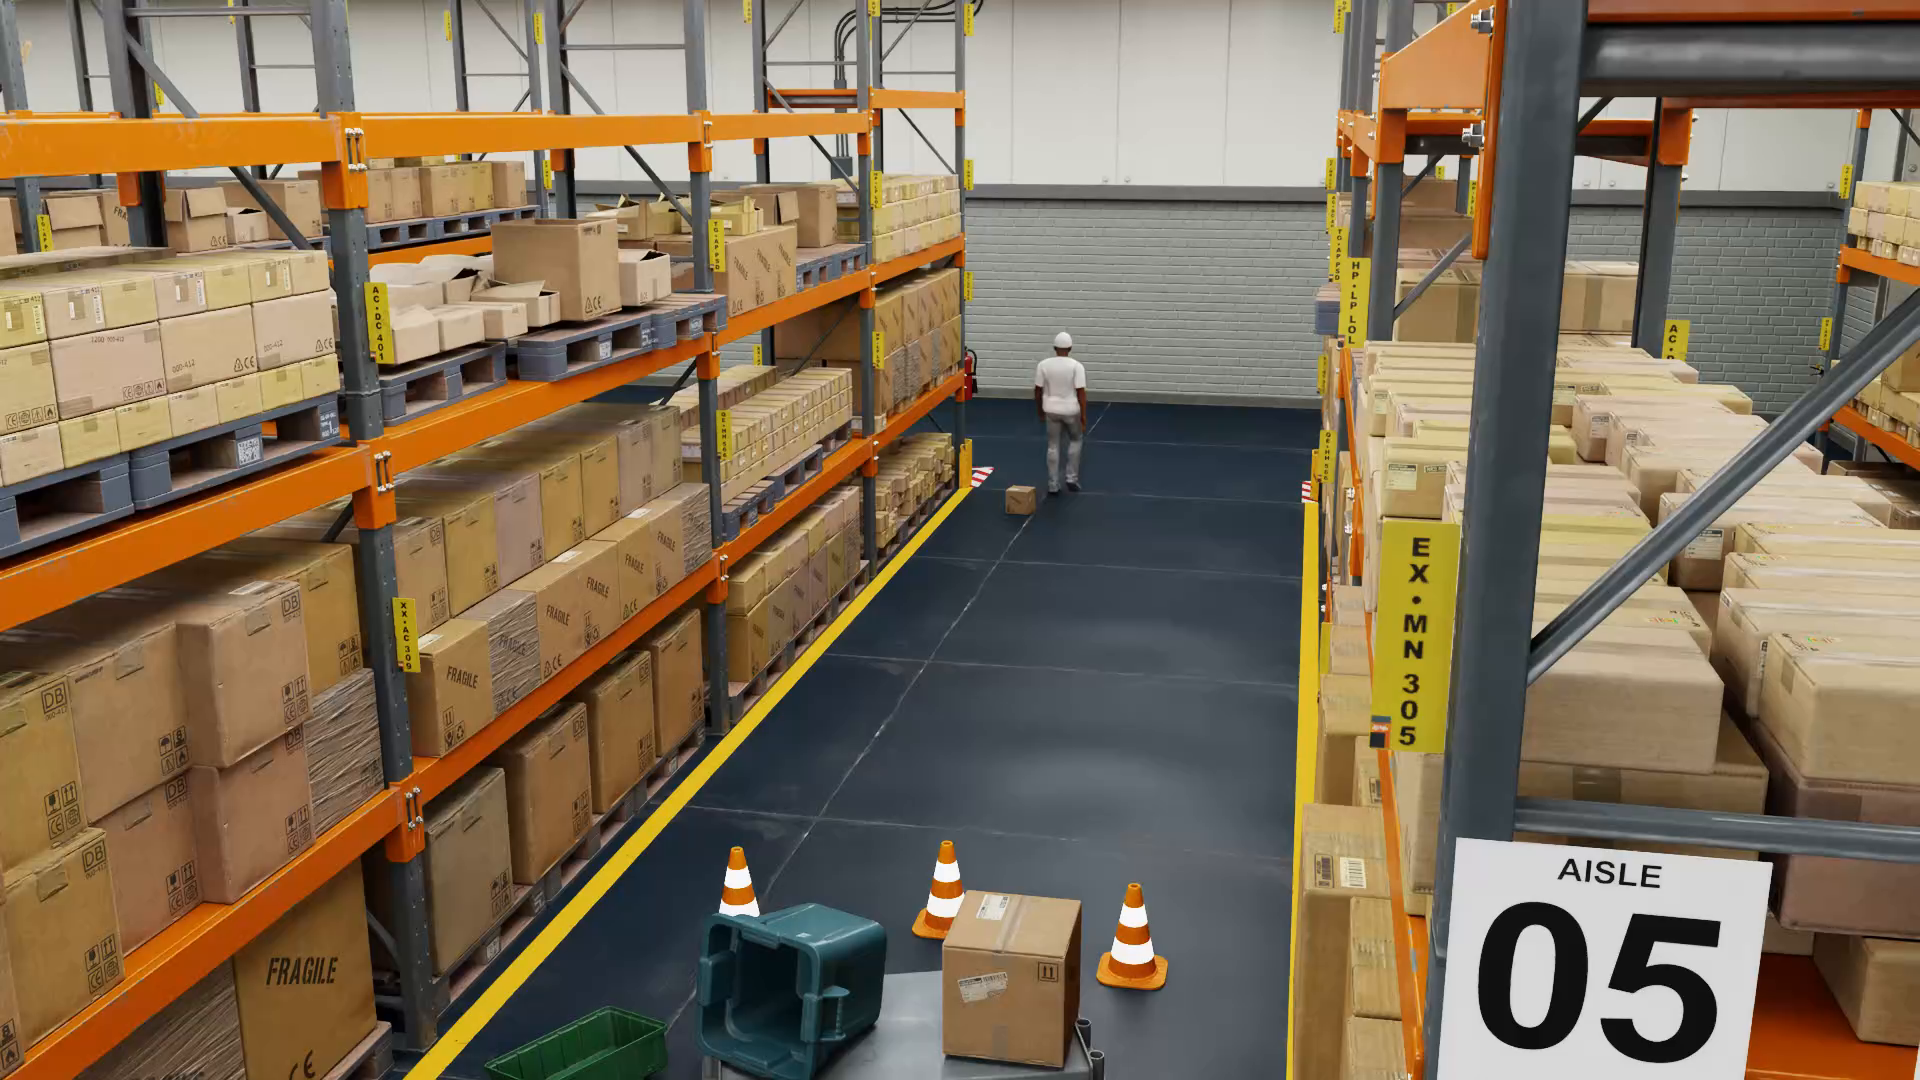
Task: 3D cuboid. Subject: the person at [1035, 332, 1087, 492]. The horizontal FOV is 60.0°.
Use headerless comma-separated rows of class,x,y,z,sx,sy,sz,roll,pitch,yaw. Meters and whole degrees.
person,1.128,-1.383,18.351,0.623,1.836,0.564,4,15,16
